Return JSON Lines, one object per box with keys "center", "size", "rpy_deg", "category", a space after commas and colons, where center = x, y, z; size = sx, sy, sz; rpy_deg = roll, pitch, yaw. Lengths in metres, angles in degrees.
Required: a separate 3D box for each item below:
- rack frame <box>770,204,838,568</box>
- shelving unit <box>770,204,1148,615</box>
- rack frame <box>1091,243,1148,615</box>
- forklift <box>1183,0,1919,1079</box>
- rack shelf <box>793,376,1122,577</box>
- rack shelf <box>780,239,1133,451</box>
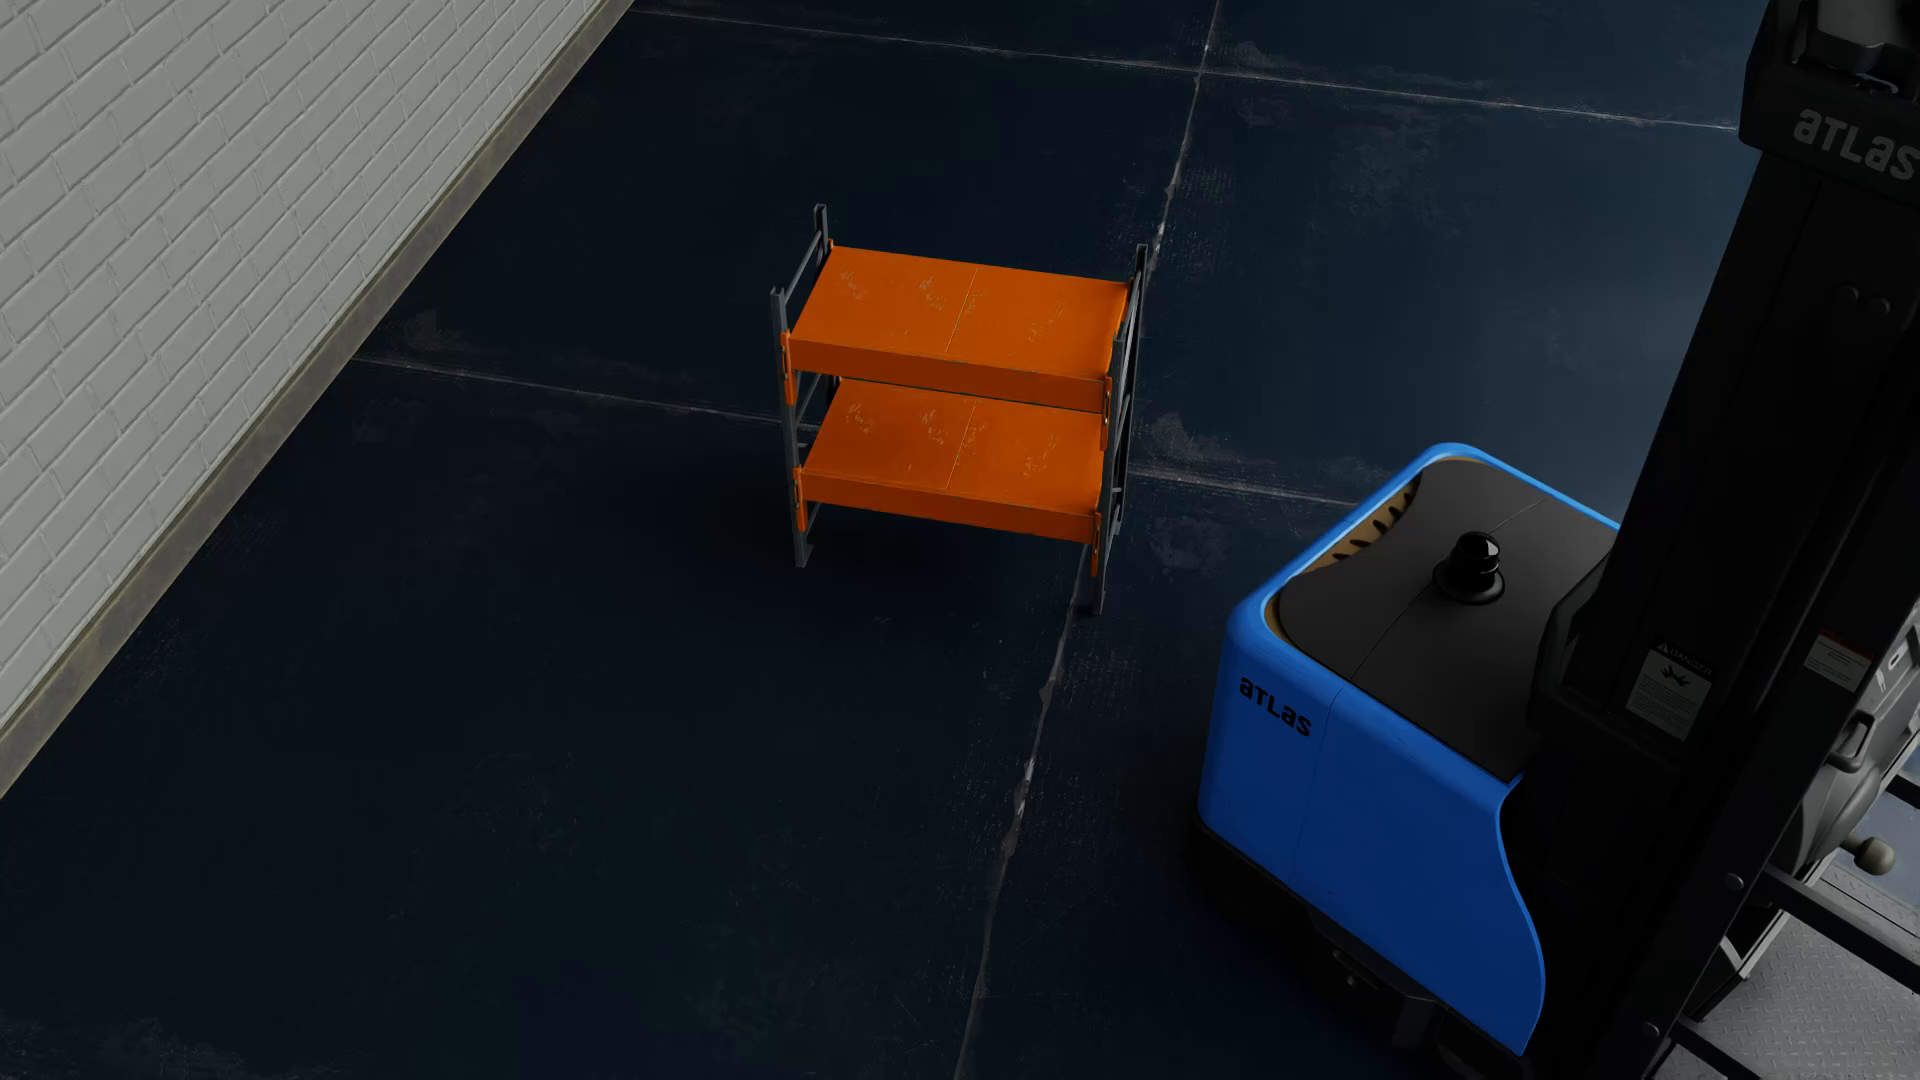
{"center": [-0.489, -0.481, 5.439], "size": [0.032, 1.125, 0.500], "rpy_deg": [9, 45, 9], "category": "rack frame"}
{"center": [0.007, -0.404, 5.359], "size": [1.048, 1.125, 0.538], "rpy_deg": [9, 45, 9], "category": "shelving unit"}
{"center": [0.503, -0.327, 5.279], "size": [0.032, 1.125, 0.500], "rpy_deg": [9, 45, 9], "category": "rack frame"}
{"center": [2.030, 0.385, 3.236], "size": [3.031, 2.935, 1.130], "rpy_deg": [35, 54, 31], "category": "forklift"}
{"center": [0.007, -0.228, 5.528], "size": [1.000, 0.278, 0.538], "rpy_deg": [9, 45, 9], "category": "rack shelf"}
{"center": [0.007, -0.615, 5.156], "size": [1.000, 0.278, 0.538], "rpy_deg": [9, 45, 9], "category": "rack shelf"}
